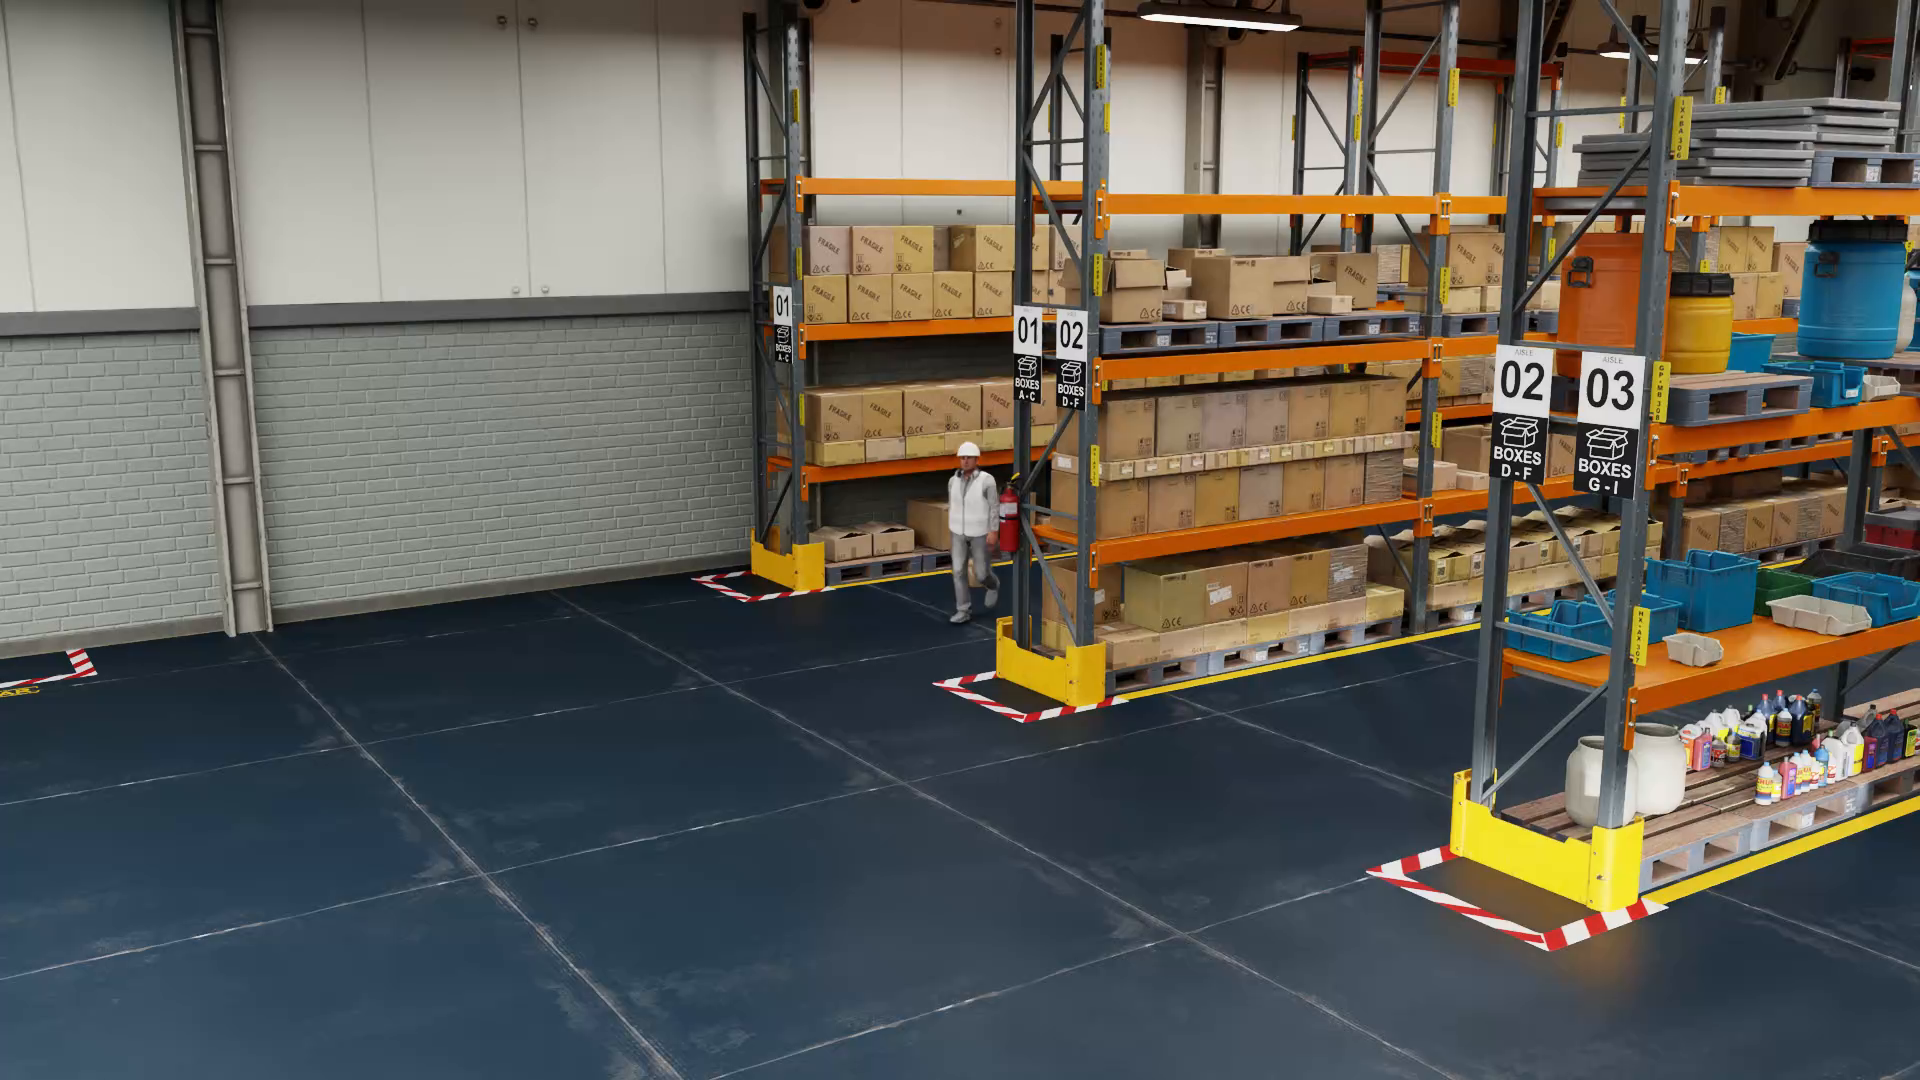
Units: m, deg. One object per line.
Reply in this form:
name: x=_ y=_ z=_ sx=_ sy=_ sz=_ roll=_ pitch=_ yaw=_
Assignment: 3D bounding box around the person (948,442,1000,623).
person: x=0.148 y=-0.094 z=16.277 sx=0.549 sy=1.755 sz=0.743 roll=5 pitch=12 yaw=24
